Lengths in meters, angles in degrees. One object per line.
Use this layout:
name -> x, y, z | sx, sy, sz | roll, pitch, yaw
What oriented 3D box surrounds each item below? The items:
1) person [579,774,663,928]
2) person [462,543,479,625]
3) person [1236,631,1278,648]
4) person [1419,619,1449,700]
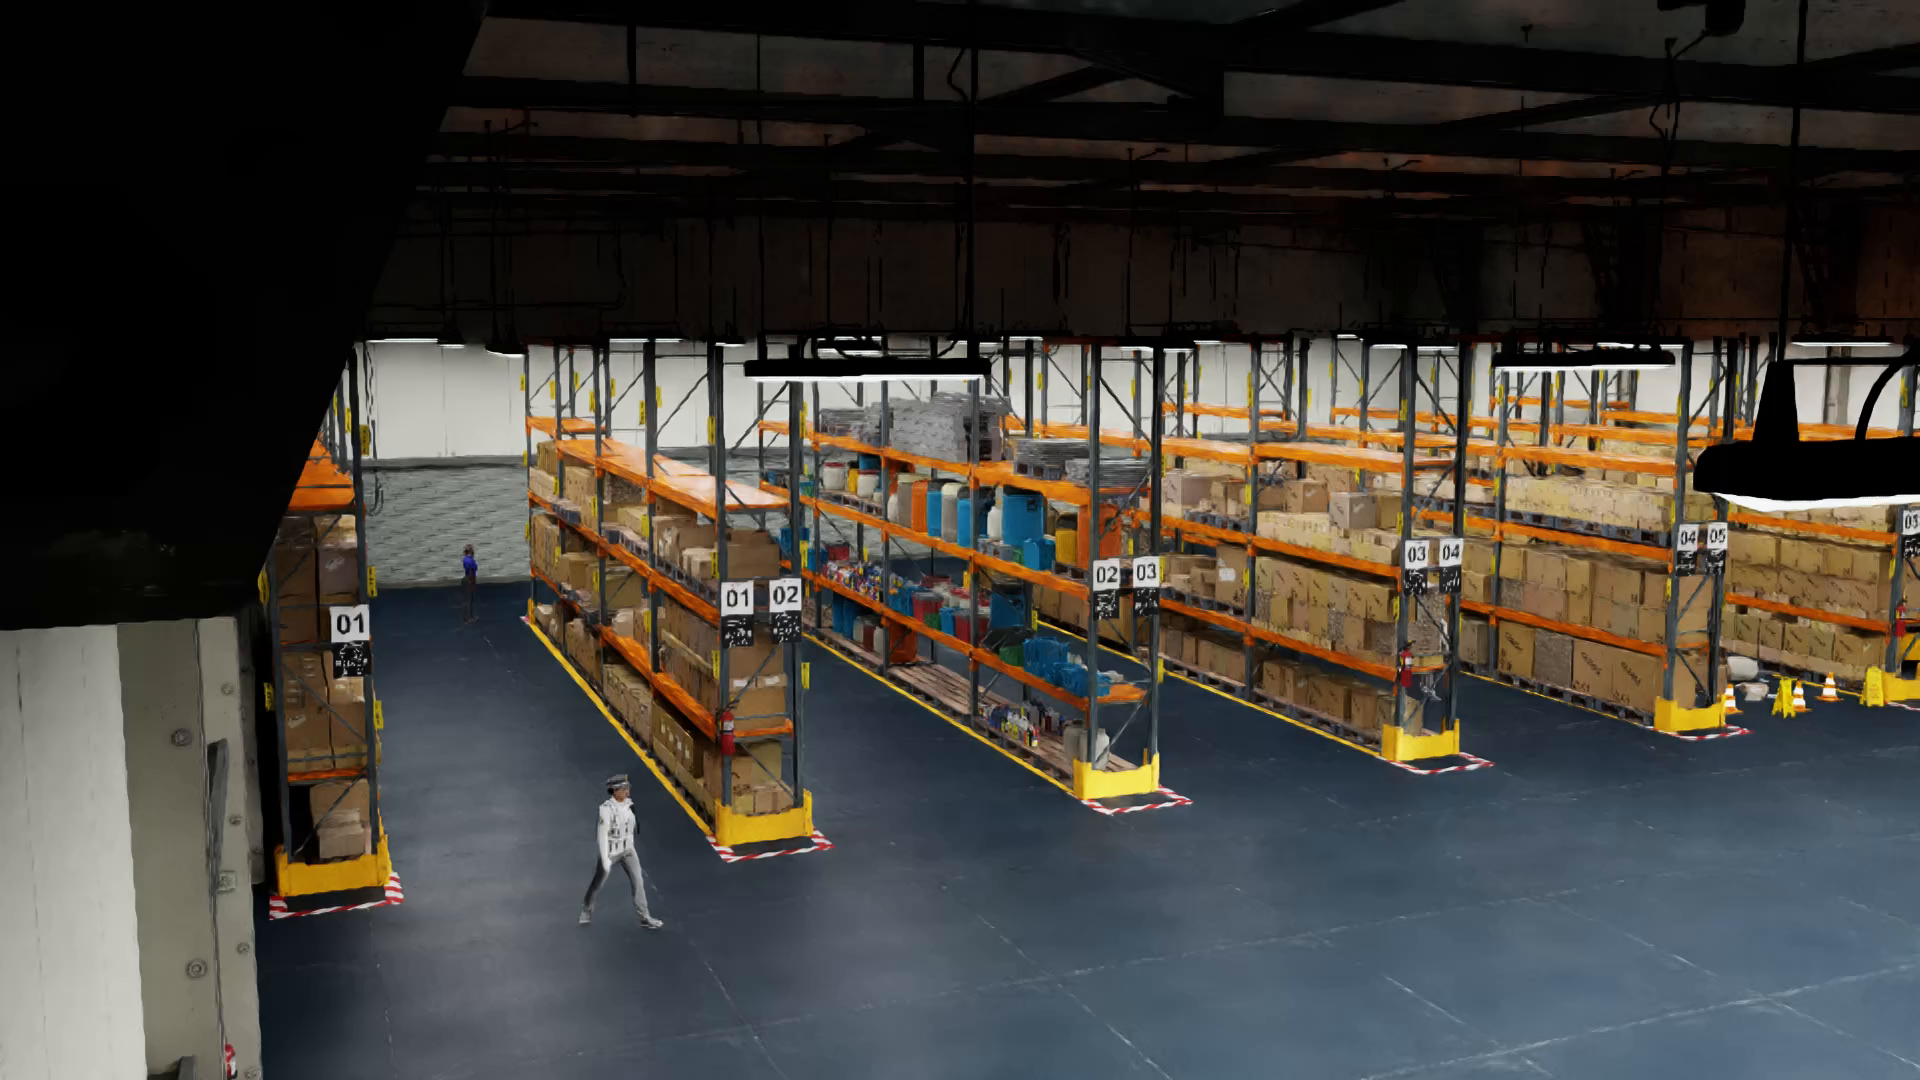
person -> -3.579, 3.222, 17.281 | 0.912, 1.646, 0.540 | 6, 10, 40
person -> -10.210, 0.896, 34.617 | 0.371, 1.664, 0.608 | -3, 8, -22
person -> 5.699, 1.266, 32.113 | 0.449, 1.566, 1.097 | -3, 8, -24
person -> 7.917, 1.822, 27.797 | 0.482, 1.621, 0.996 | -2, 8, -13
